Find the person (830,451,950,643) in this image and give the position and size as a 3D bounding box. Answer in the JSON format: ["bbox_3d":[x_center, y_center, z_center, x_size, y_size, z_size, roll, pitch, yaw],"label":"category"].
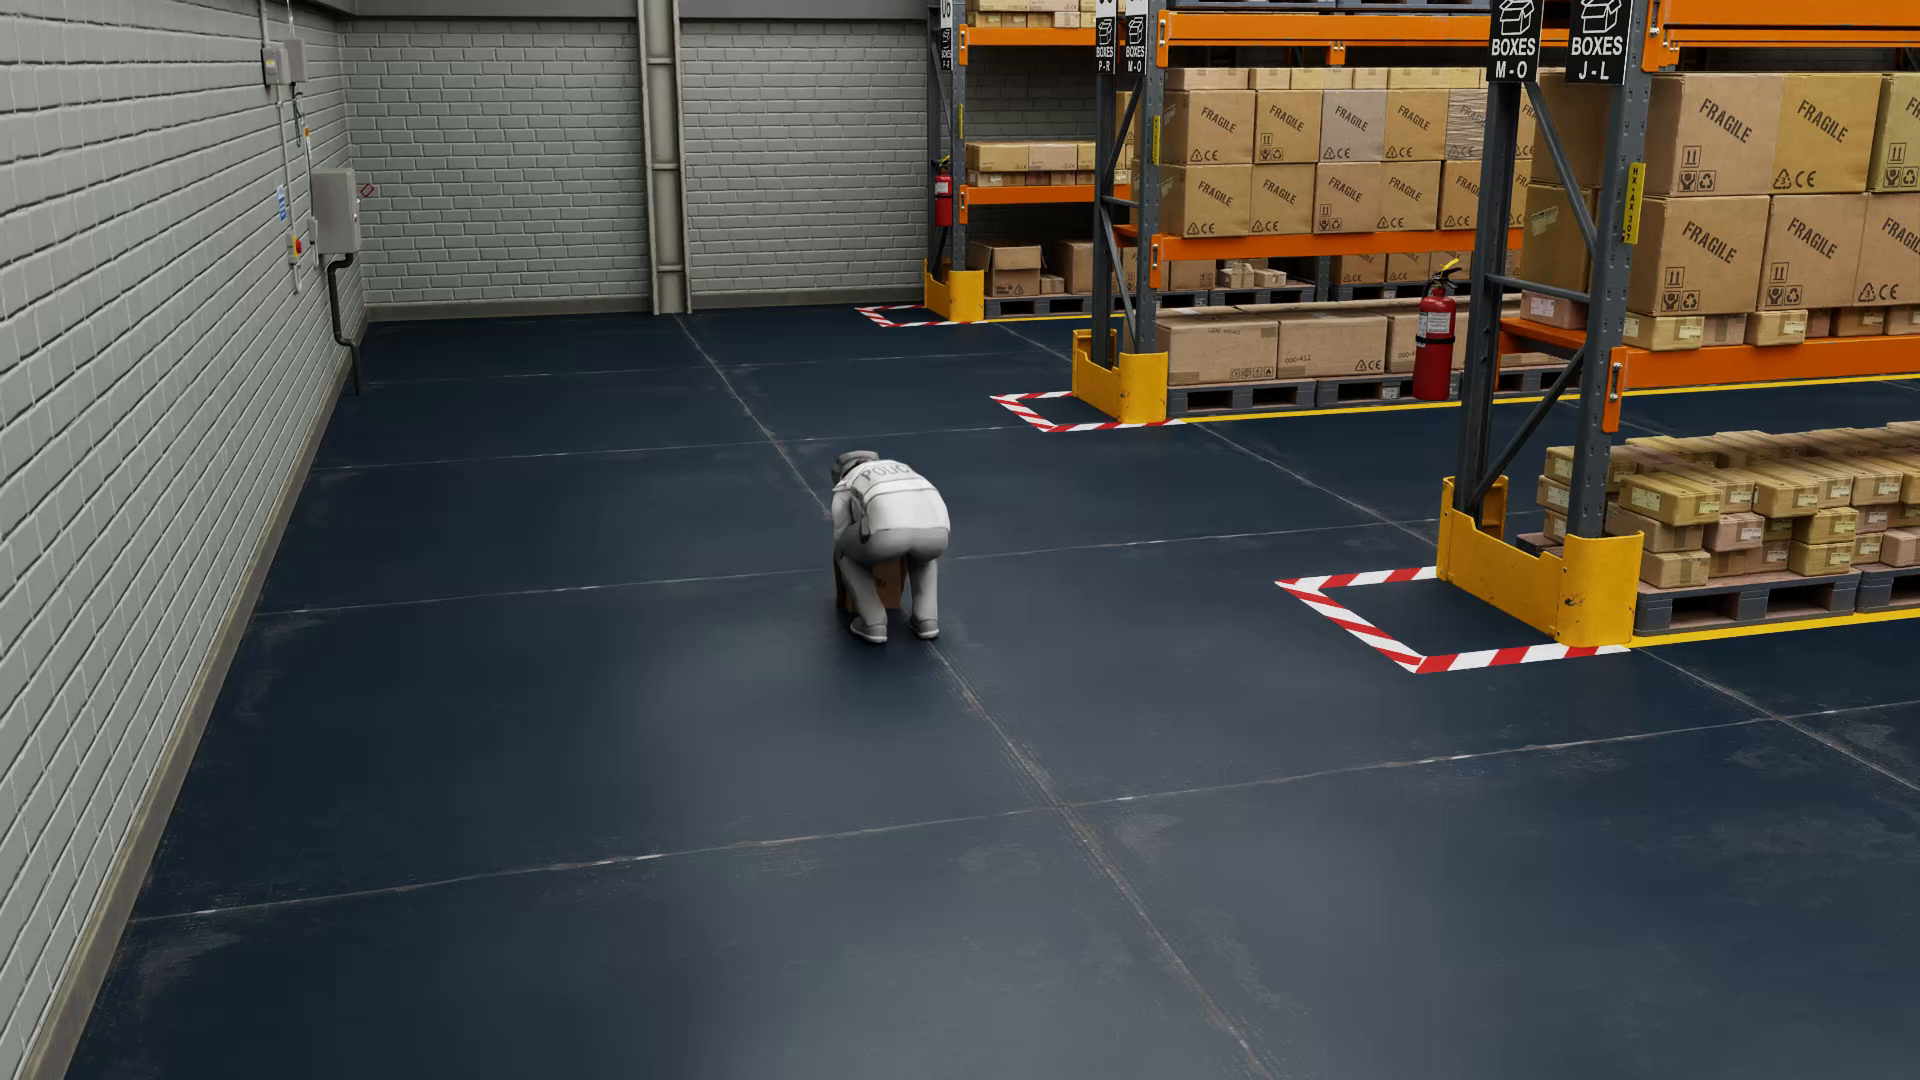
[{"bbox_3d":[-0.340,0.025,7.602,0.460,0.775,0.927,-5,17,-17],"label":"person"}]
